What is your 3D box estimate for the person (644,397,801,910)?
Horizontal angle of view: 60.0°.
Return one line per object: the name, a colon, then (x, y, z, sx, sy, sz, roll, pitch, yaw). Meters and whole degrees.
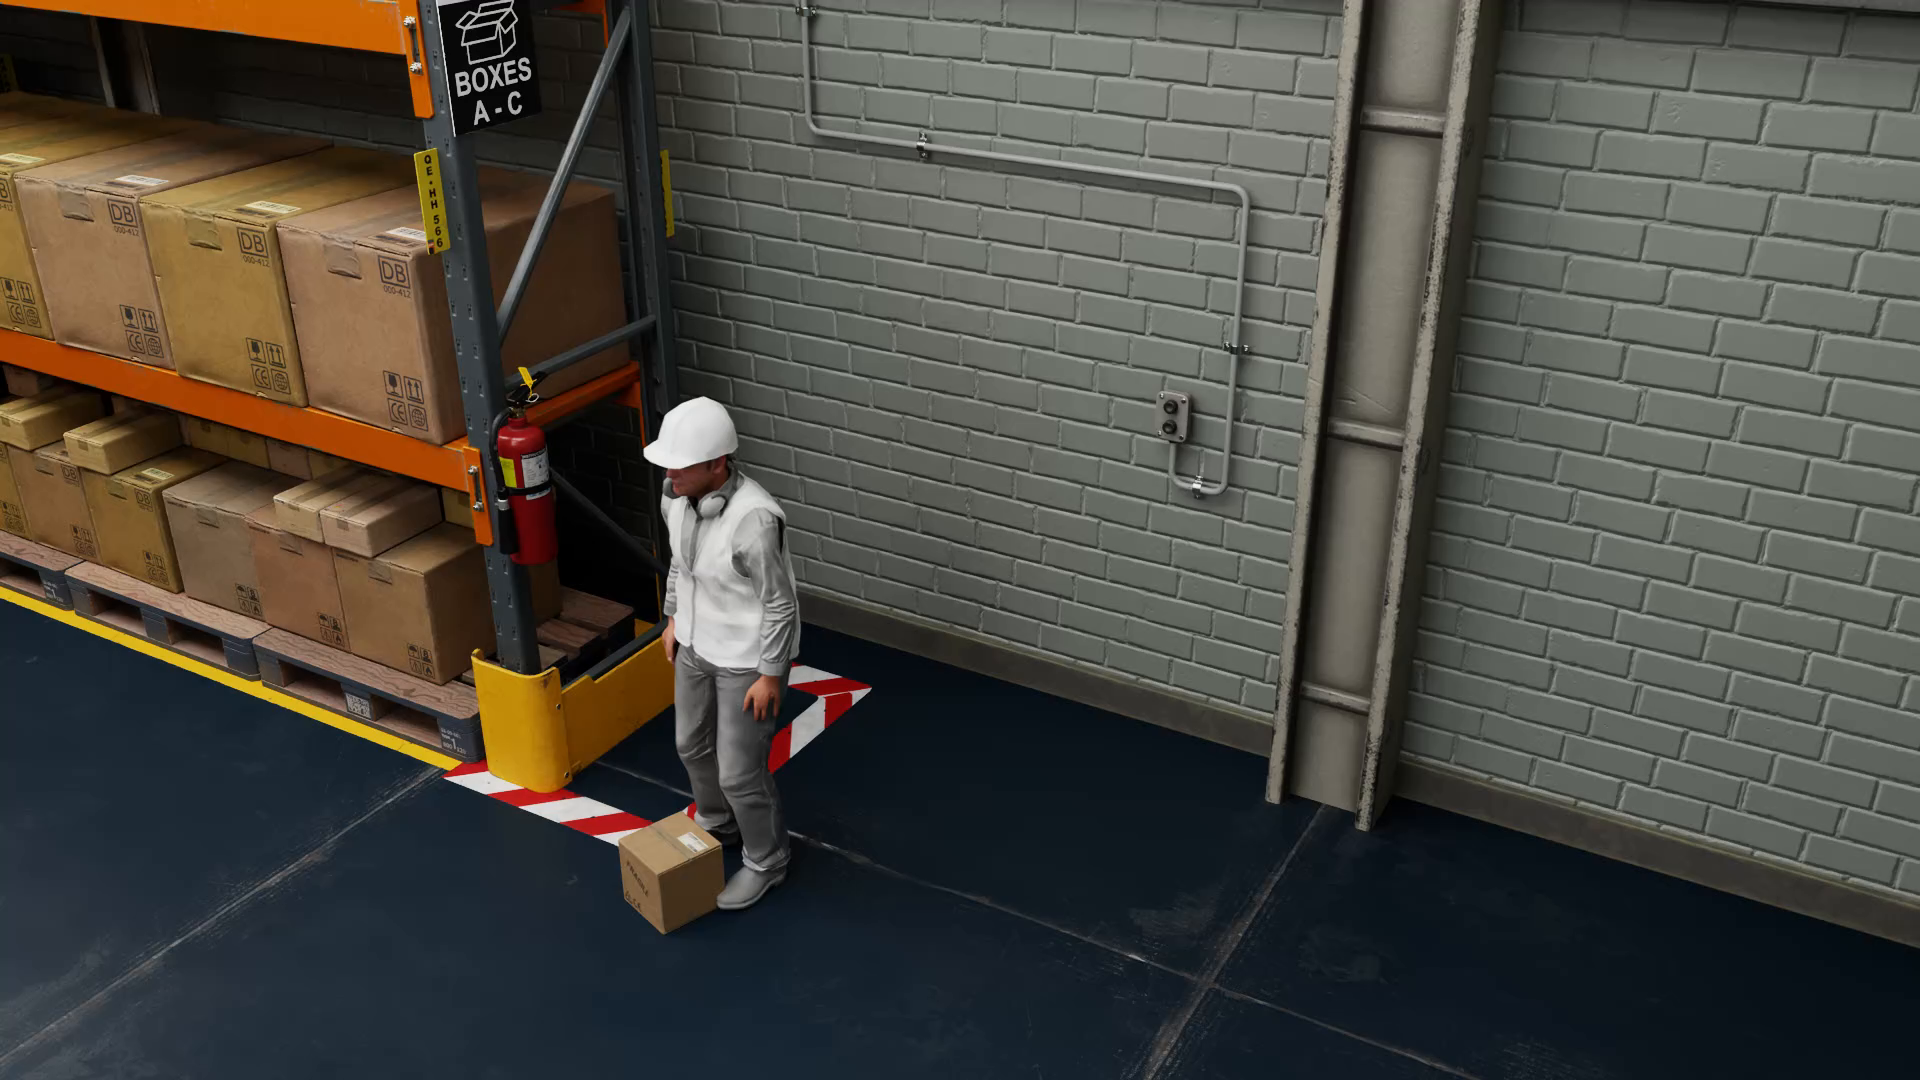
person: (-0.759, 0.353, 5.374, 0.464, 1.770, 0.583, -22, 34, -37)
